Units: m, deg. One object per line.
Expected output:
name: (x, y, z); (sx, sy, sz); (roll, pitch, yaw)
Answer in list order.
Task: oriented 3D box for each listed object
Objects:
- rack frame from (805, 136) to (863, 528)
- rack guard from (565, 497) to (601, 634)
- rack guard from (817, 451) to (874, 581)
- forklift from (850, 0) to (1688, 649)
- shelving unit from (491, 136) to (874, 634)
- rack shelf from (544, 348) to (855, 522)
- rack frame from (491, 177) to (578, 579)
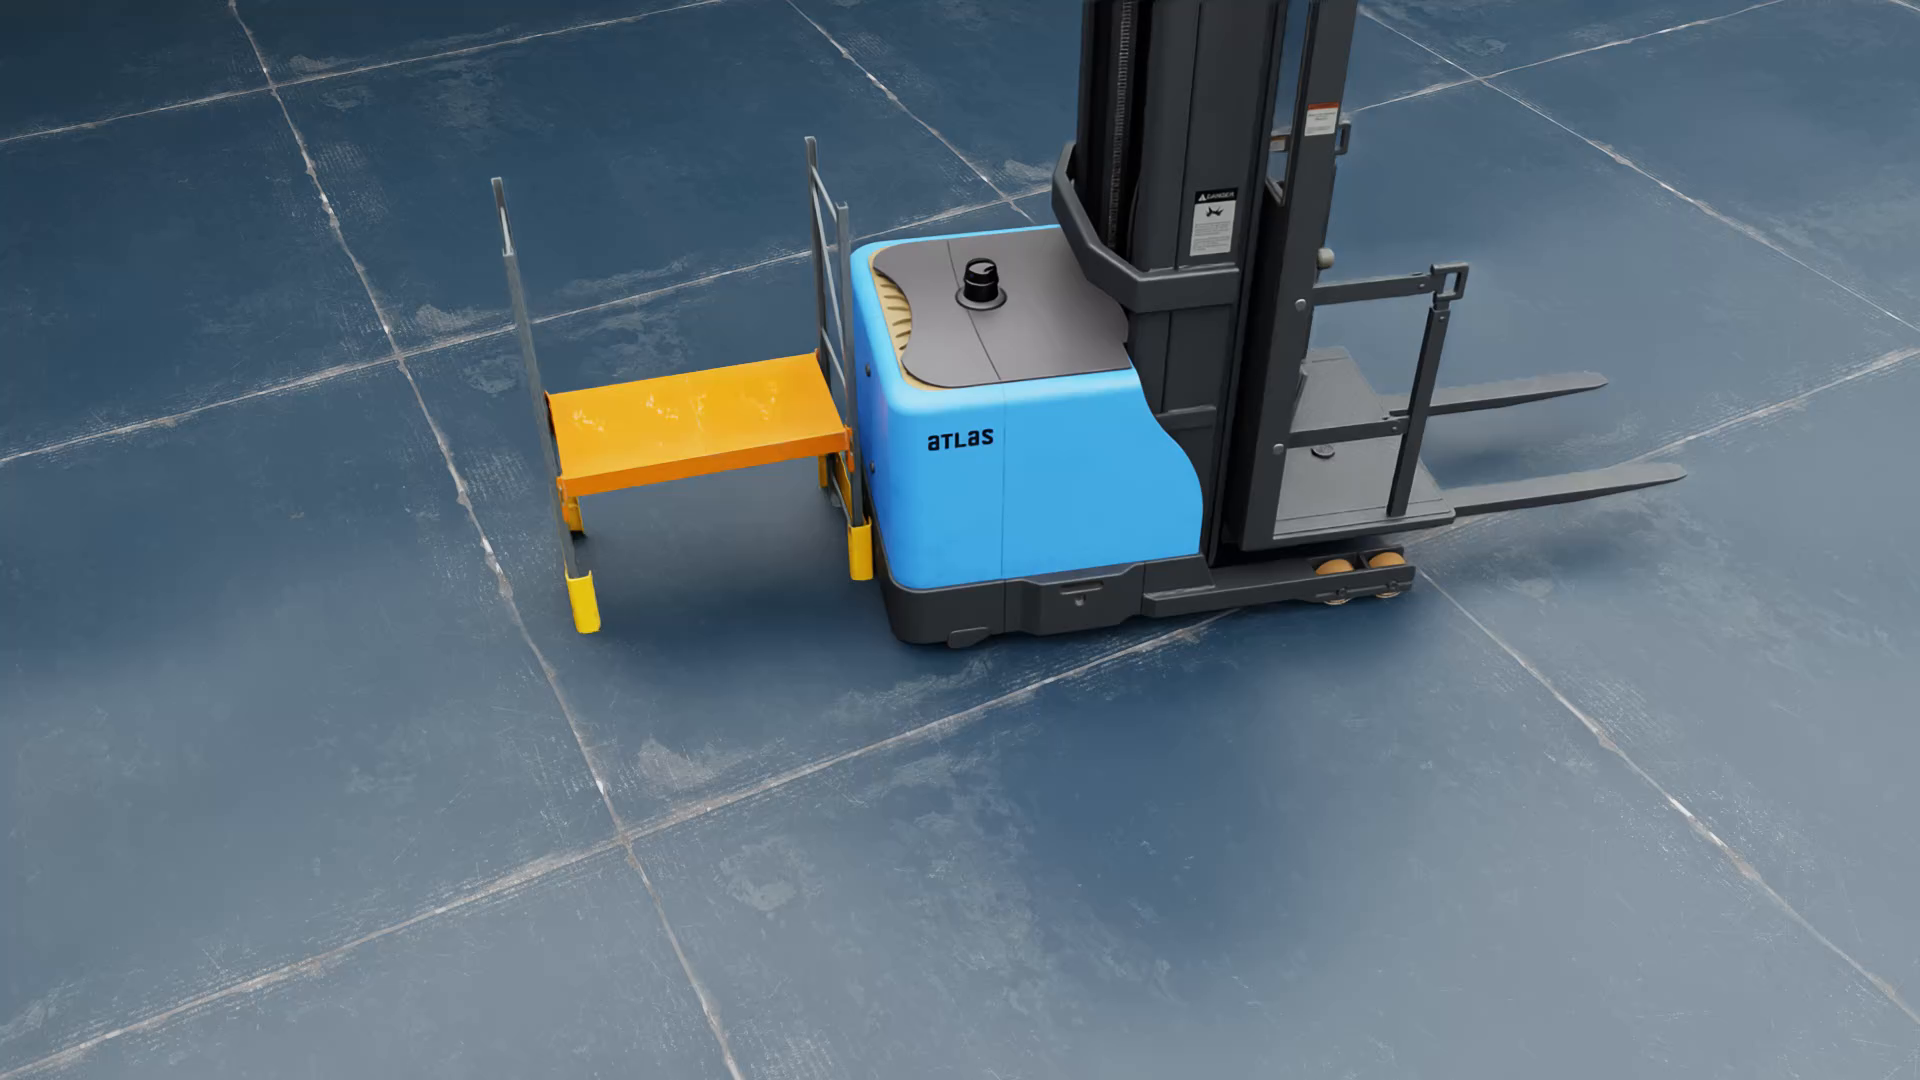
rack frame: (-0.430, -0.608, 5.807); (0.032, 1.500, 0.500); (-11, 41, -12)
rack guard: (-1.388, 0.048, 5.999); (0.087, 0.250, 0.587); (-11, 41, -12)
rack guard: (-0.431, -0.130, 6.211); (0.087, 0.250, 0.587); (-11, 41, -12)
forklift: (1.164, -1.215, 5.417); (3.031, 2.935, 1.130); (-7, 41, -8)
shelving unit: (-0.910, -0.518, 5.701); (1.083, 1.500, 0.587); (-11, 41, -12)
rack shelf: (-0.918, -0.379, 5.816); (1.000, 0.185, 0.538); (-11, 41, -12)
rack frame: (-1.407, -0.425, 5.592); (0.032, 1.500, 0.500); (-11, 41, -12)
